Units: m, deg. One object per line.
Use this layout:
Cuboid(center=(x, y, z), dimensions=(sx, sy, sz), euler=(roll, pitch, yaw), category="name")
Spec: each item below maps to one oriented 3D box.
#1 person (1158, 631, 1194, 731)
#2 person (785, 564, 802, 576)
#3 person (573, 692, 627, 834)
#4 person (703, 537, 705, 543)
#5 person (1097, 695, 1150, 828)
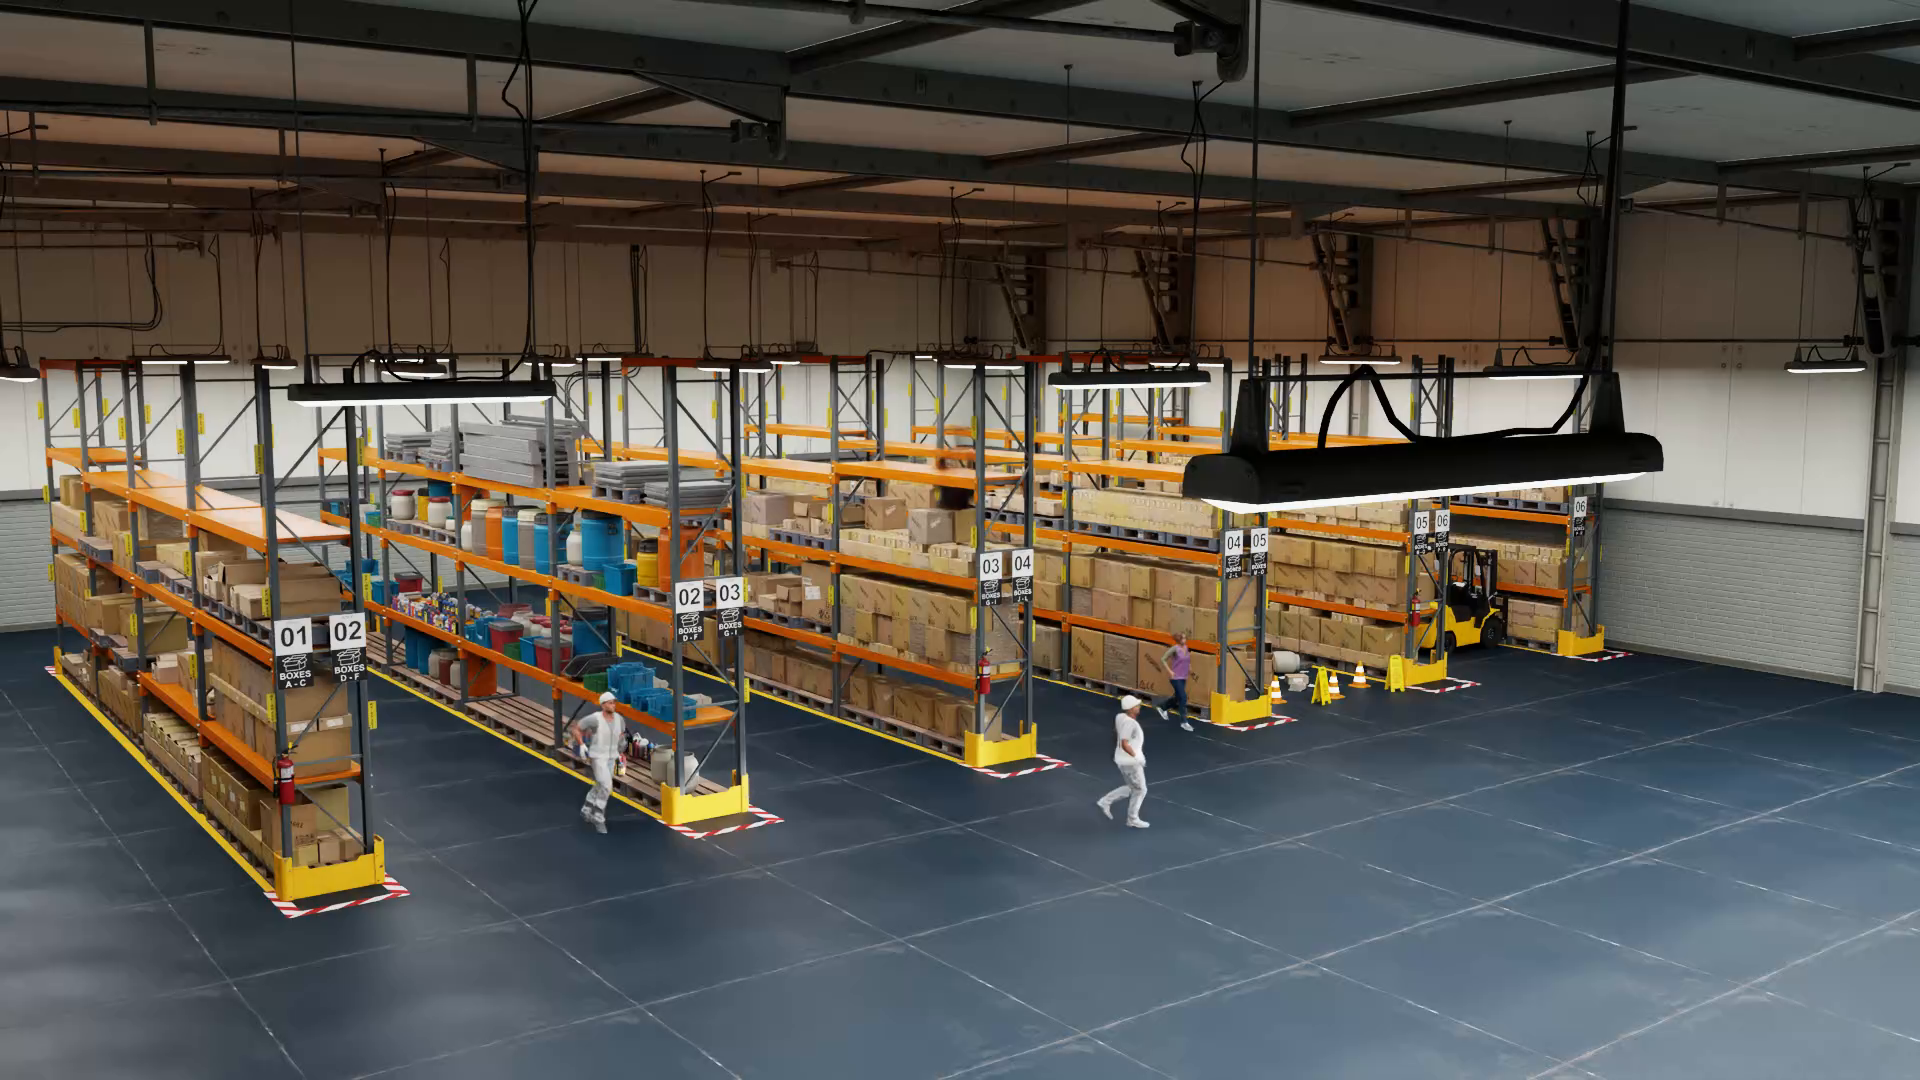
Cuboid(center=(3.549, 2.280, 27.252), dimensions=(0.779, 1.594, 0.558), euler=(6, 9, 42), category="person")
Cuboid(center=(-4.122, 0.506, 41.752), dimensions=(0.622, 1.667, 0.674), euler=(3, 7, 23), category="person")
Cuboid(center=(-4.652, 2.878, 21.679), dimensions=(0.765, 1.822, 0.665), euler=(6, 9, 39), category="person")
Cuboid(center=(-6.440, 0.696, 40.391), dimensions=(0.769, 1.573, 0.813), euler=(2, 7, 15), category="person")
Cuboid(center=(2.140, 2.881, 21.611), dimensions=(0.681, 1.755, 0.695), euler=(-1, 7, -6), category="person")
